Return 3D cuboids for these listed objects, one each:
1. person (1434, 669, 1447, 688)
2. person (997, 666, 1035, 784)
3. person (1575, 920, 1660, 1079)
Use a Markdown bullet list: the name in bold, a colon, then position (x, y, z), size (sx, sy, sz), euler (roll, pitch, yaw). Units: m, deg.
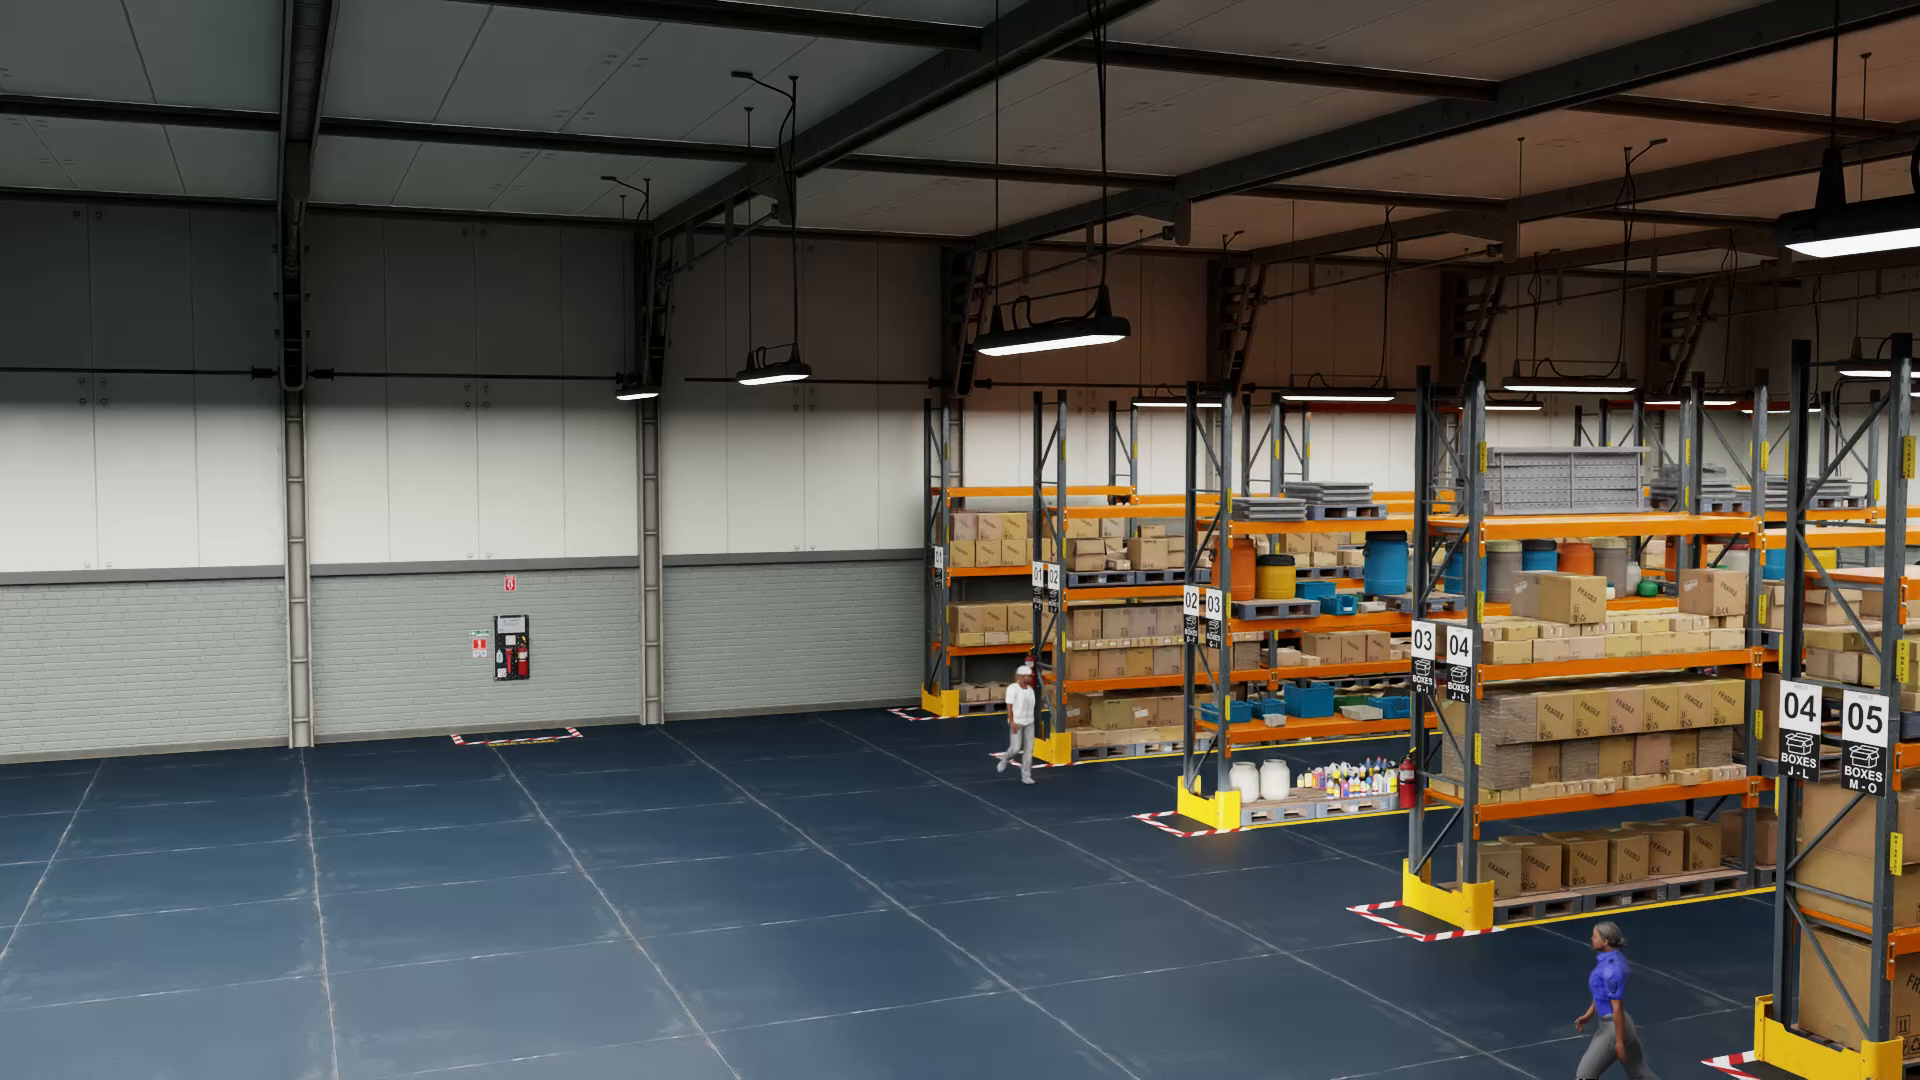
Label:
- **person**: position (9.468, 2.374, 32.452), size (0.587, 1.758, 0.464), euler (2, 4, 32)
- **person**: position (0.933, 2.794, 25.268), size (0.590, 1.753, 0.694), euler (-3, 4, -38)
- **person**: position (4.827, 3.609, 12.360), size (1.075, 1.584, 0.523), euler (1, 3, 13)
